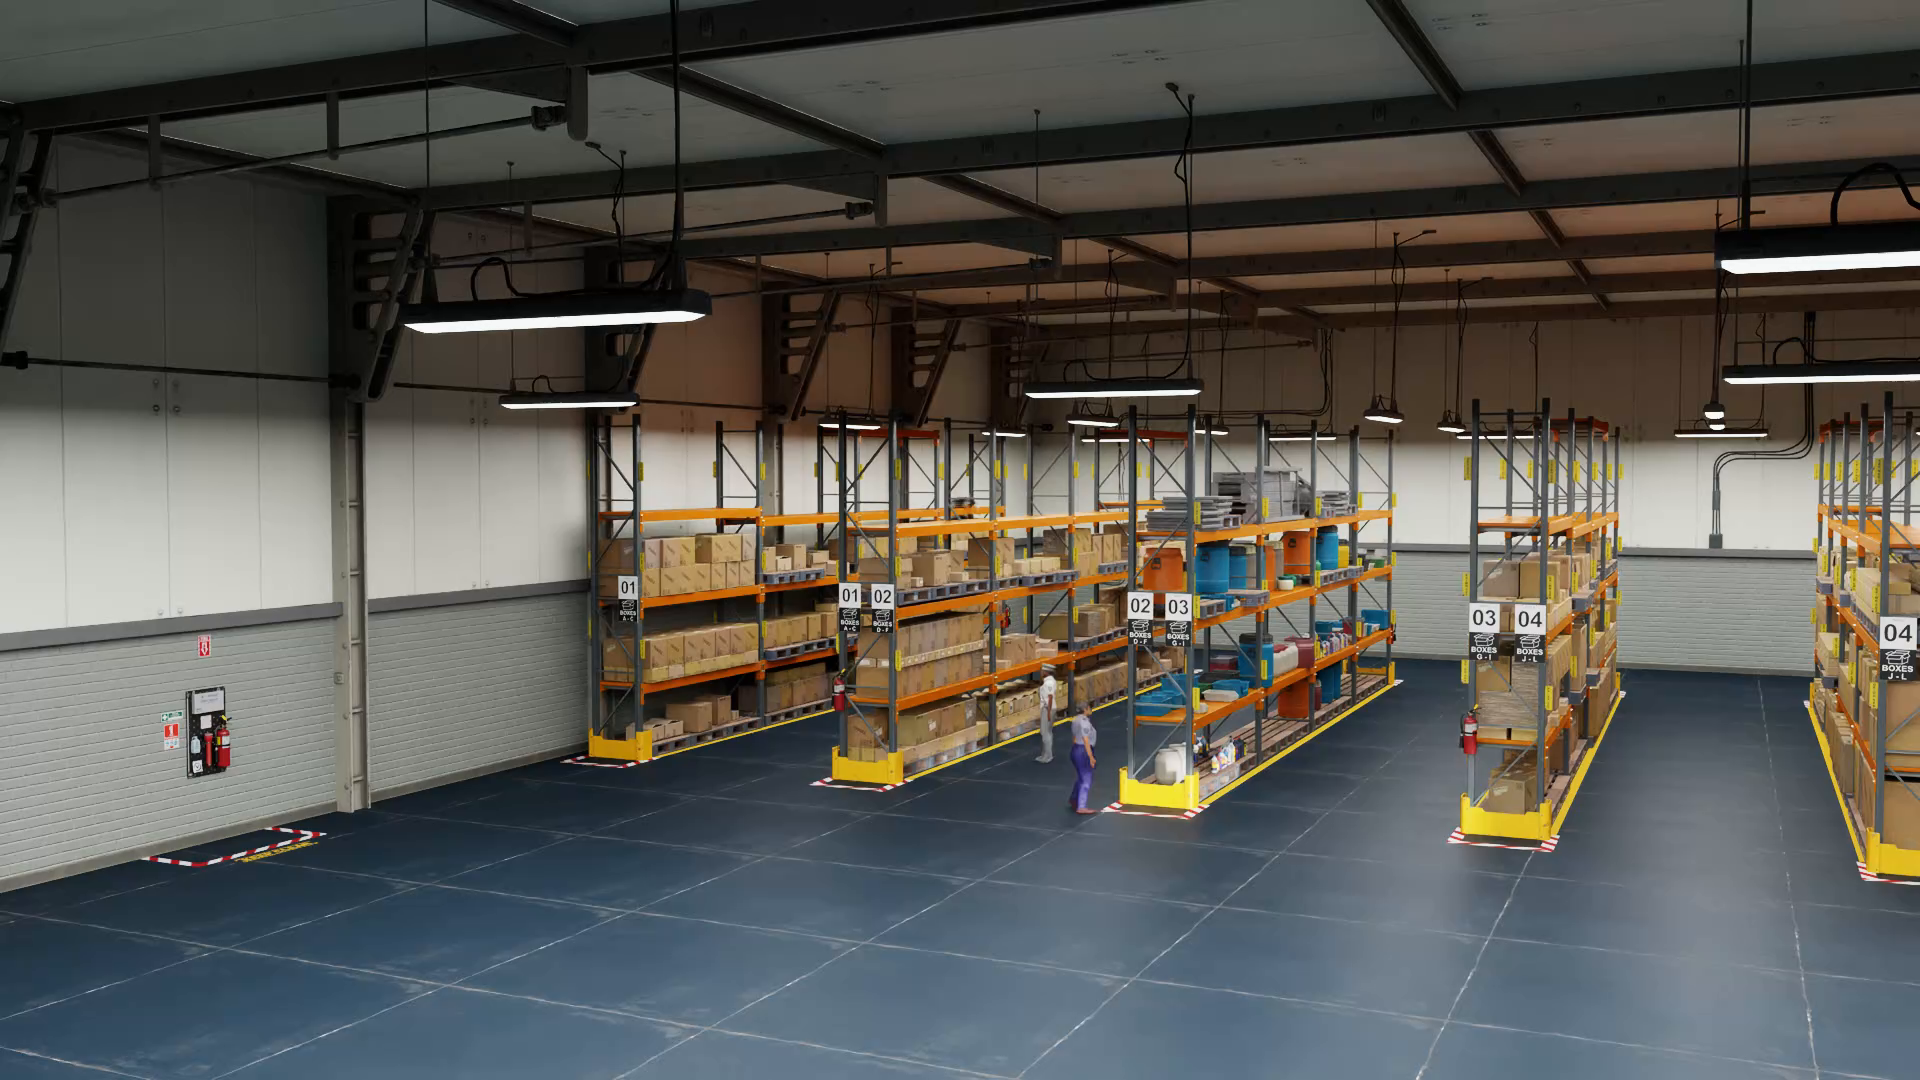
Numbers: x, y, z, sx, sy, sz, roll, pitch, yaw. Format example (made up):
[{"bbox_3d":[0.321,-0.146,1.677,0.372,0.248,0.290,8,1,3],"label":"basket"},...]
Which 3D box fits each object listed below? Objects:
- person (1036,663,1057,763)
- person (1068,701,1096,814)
[{"bbox_3d":[1.503,3.001,28.858,0.369,1.729,0.549,0,2,3],"label":"person"},{"bbox_3d":[1.822,3.189,24.422,0.383,1.657,0.614,0,2,-11],"label":"person"}]
